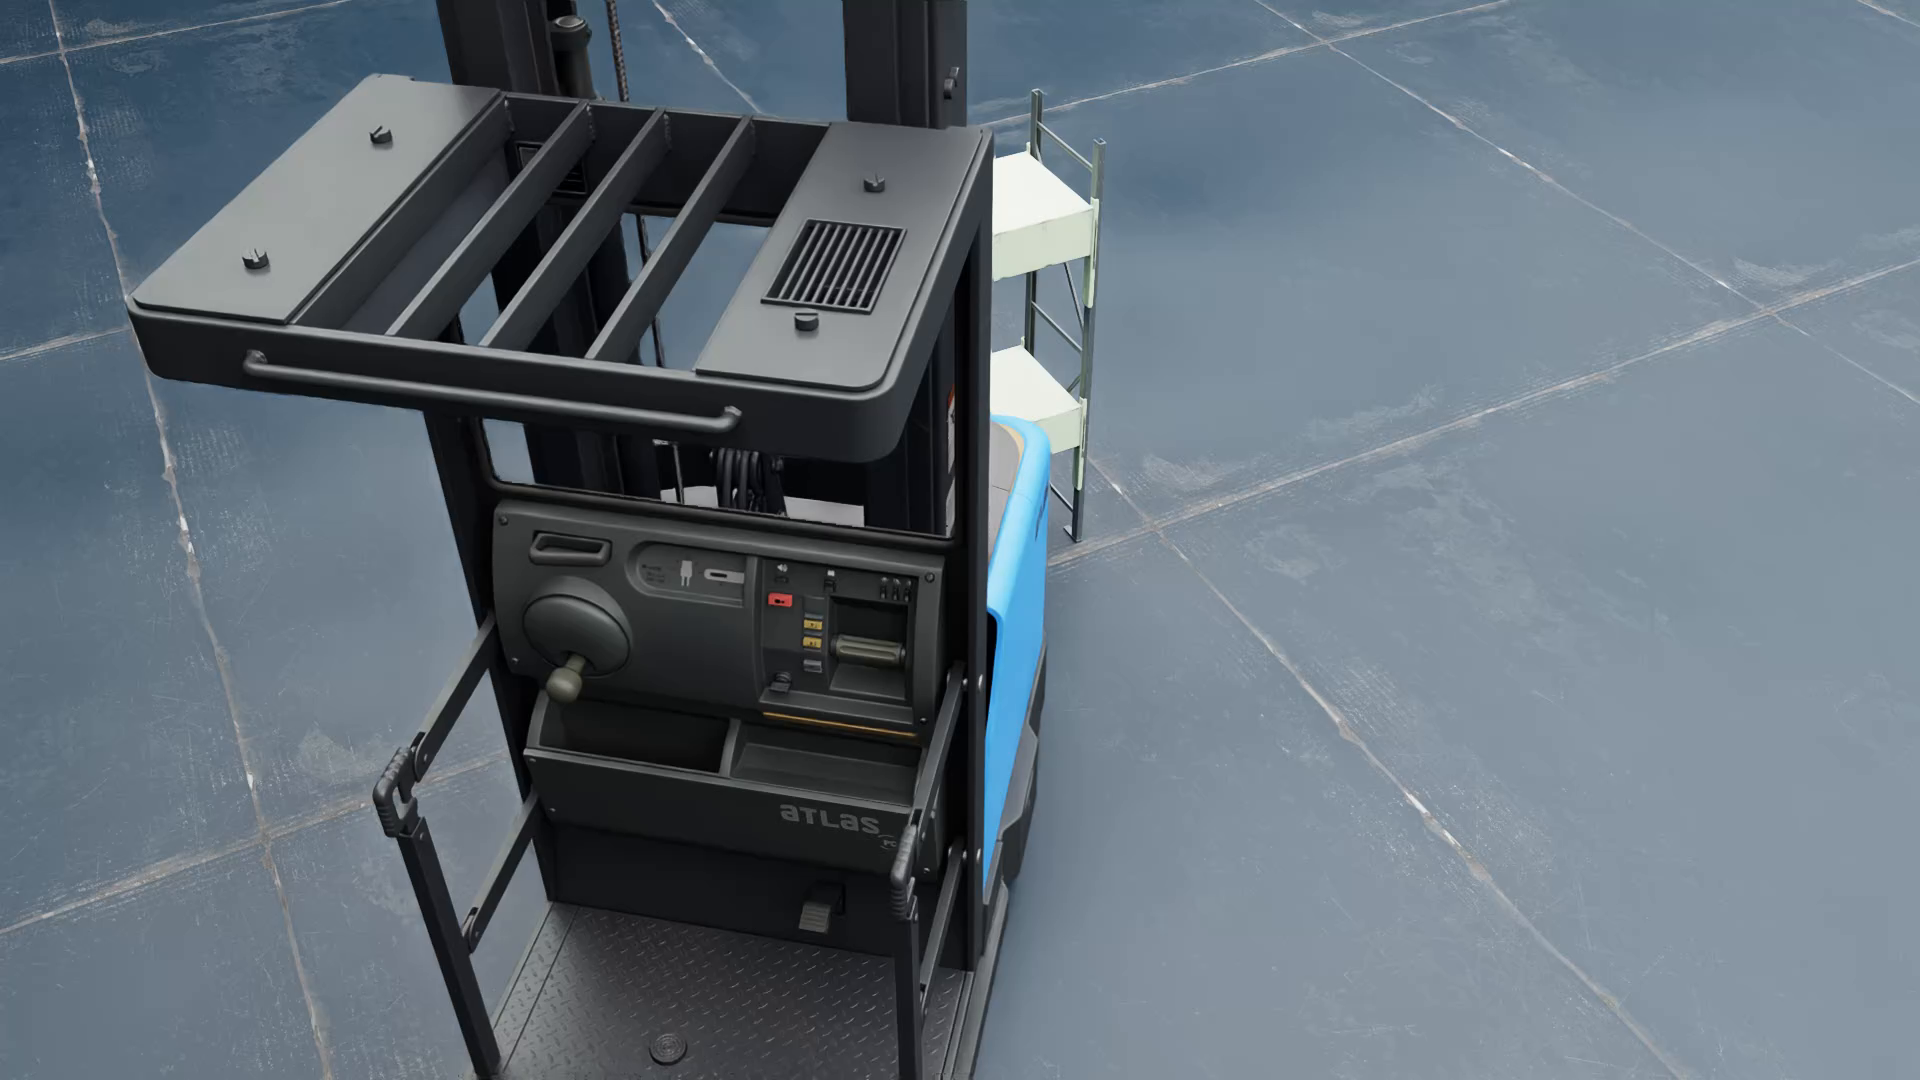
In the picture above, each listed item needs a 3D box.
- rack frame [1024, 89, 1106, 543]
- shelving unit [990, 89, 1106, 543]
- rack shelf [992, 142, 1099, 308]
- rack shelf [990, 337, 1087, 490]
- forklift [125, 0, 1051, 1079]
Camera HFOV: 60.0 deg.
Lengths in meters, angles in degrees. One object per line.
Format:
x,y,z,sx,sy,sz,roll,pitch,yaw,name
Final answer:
0.319,-0.680,5.392,0.023,1.500,0.400,-19,44,-21,rack frame
-0.006,-0.570,5.263,0.755,1.500,0.431,-19,44,-21,shelving unit
-0.006,-0.868,5.011,0.720,0.370,0.431,-19,44,-21,rack shelf
-0.006,-0.322,5.474,0.720,0.370,0.431,-19,44,-21,rack shelf
-0.535,0.247,3.189,1.130,2.935,3.031,7,41,9,forklift
